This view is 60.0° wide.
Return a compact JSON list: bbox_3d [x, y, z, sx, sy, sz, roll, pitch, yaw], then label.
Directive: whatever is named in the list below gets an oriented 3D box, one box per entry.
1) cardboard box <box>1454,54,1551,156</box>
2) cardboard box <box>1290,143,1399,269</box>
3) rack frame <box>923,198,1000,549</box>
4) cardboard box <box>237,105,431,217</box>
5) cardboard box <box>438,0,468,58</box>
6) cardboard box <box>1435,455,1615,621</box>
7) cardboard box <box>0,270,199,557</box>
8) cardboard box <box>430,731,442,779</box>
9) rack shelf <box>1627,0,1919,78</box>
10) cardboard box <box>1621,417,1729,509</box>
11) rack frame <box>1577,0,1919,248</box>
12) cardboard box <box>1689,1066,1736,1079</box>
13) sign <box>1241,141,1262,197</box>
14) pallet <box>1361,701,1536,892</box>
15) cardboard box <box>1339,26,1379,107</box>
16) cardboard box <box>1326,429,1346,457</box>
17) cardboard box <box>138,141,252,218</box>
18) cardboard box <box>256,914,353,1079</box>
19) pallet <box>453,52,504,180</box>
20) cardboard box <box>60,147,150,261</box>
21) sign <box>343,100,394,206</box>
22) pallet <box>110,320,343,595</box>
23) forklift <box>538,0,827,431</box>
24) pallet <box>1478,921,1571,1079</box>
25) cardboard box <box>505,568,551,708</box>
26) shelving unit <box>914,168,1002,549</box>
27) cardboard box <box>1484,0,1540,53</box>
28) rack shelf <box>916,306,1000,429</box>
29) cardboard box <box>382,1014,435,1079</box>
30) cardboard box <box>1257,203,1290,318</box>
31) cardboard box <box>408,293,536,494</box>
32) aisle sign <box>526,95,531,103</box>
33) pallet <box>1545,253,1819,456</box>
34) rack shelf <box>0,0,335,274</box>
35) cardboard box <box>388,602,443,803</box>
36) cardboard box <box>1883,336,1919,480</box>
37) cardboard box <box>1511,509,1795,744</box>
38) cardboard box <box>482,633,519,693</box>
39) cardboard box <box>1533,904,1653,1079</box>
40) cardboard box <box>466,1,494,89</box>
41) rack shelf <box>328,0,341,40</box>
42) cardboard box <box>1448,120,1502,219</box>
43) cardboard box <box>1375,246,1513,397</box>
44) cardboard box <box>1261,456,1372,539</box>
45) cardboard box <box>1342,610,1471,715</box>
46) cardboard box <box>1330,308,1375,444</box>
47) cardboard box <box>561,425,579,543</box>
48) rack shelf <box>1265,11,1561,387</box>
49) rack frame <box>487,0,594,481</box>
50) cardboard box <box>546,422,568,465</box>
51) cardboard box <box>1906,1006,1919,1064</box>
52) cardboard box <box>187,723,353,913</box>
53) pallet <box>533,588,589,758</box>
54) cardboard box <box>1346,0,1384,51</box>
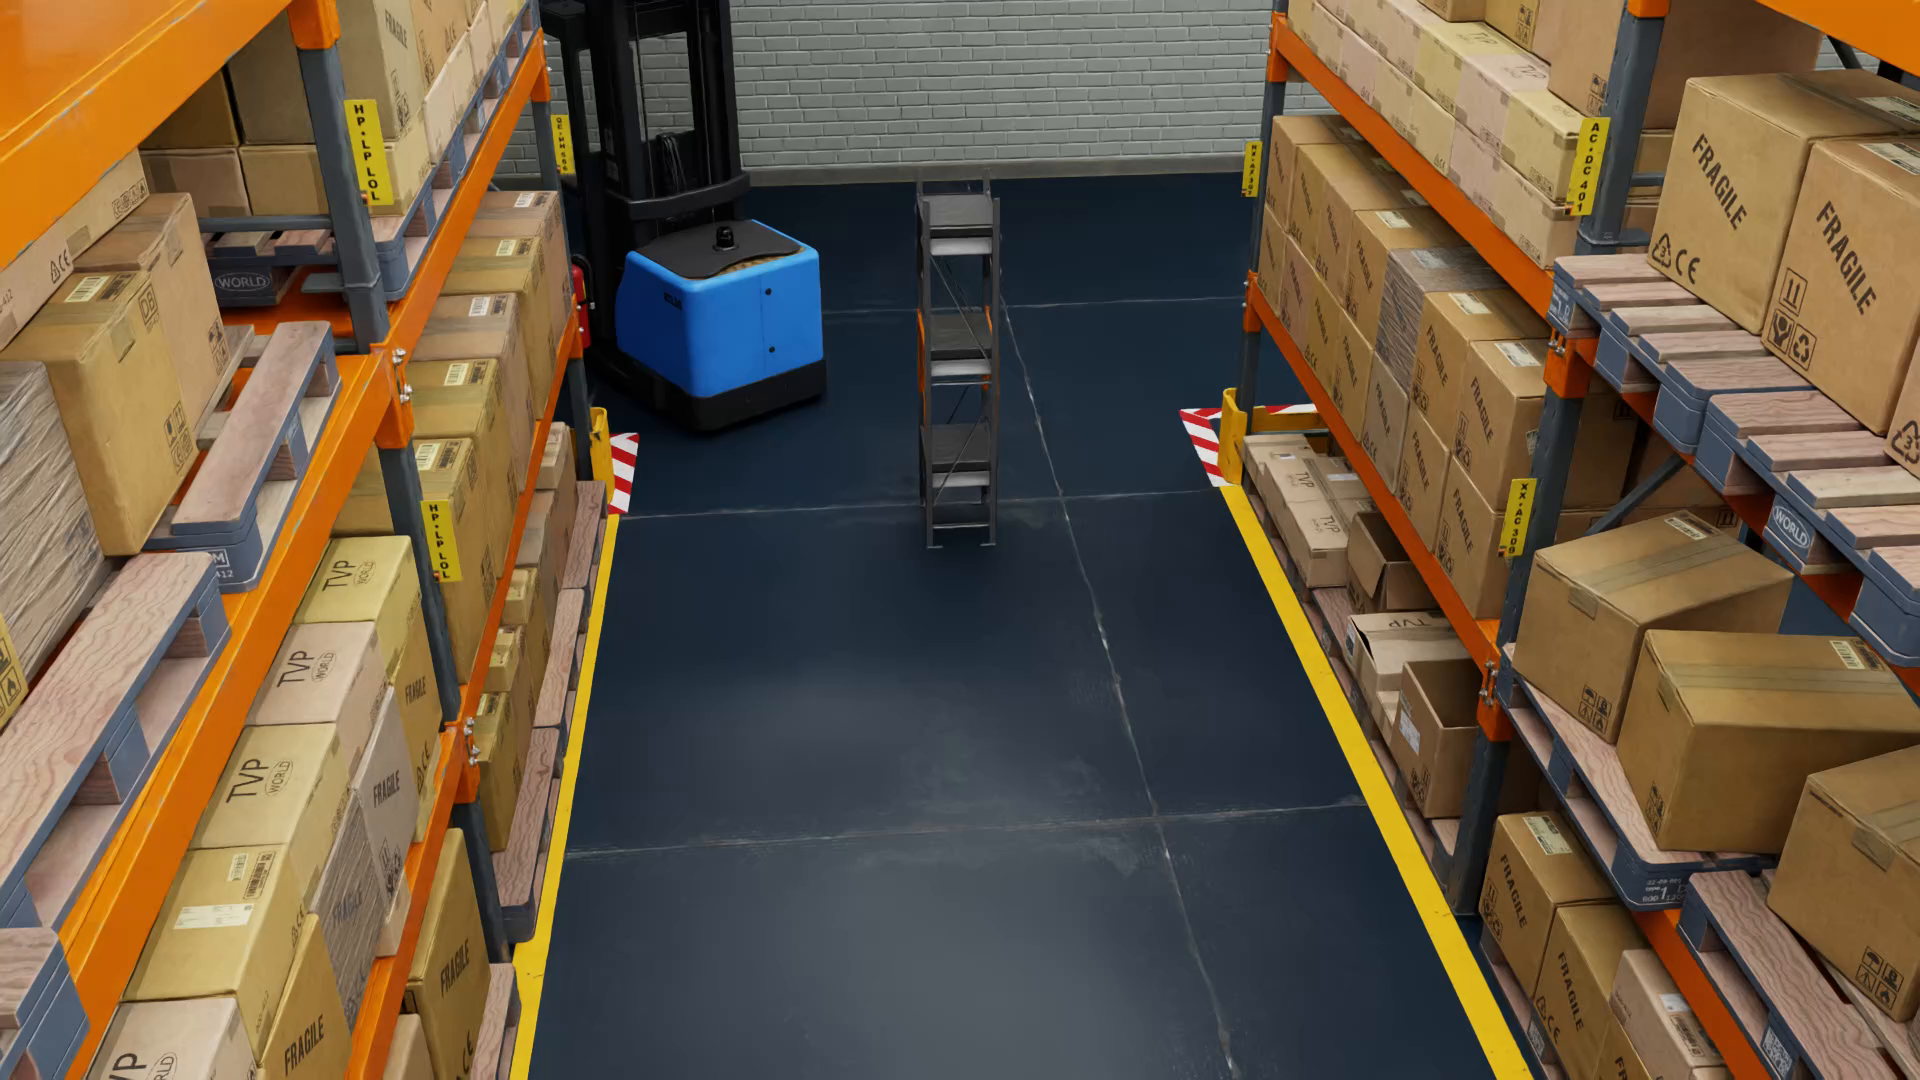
[{"bbox_3d":[2.233,-1.668,6.351,0.500,0.250,0.500,-3,31,-5],"label":"cardboard box"},{"bbox_3d":[2.054,-1.748,8.679,0.500,0.500,0.500,-2,31,-4],"label":"cardboard box"},{"bbox_3d":[0.007,-0.861,9.144,0.400,2.100,0.015,-3,31,-5],"label":"rack frame"},{"bbox_3d":[-2.142,-1.312,5.736,0.500,0.250,0.500,-3,31,-5],"label":"cardboard box"},{"bbox_3d":[-2.233,-2.160,6.424,0.500,0.500,0.500,-3,31,-4],"label":"cardboard box"},{"bbox_3d":[2.290,-0.025,6.770,0.500,0.500,0.500,-2,31,-4],"label":"cardboard box"},{"bbox_3d":[-2.250,-0.284,3.849,0.700,0.500,0.500,-3,31,-6],"label":"cardboard box"},{"bbox_3d":[-2.026,0.758,5.781,0.380,0.149,0.250,-2,31,-4],"label":"cardboard box"},{"bbox_3d":[2.779,-0.813,3.428,1.077,0.370,4.000,-3,31,-5],"label":"rack shelf"},{"bbox_3d":[2.828,-0.466,6.532,0.500,0.500,0.500,-2,31,-3],"label":"cardboard box"},{"bbox_3d":[2.592,-2.315,4.850,1.000,3.000,0.127,-3,31,-5],"label":"rack frame"},{"bbox_3d":[2.535,1.848,5.008,0.500,0.250,0.500,-3,31,-6],"label":"cardboard box"},{"bbox_3d":[1.678,-2.127,9.542,0.100,0.325,0.005,-3,31,-5],"label":"sign"},{"bbox_3d":[2.529,1.107,7.691,1.003,0.211,1.213,-3,31,-5],"label":"pallet"},{"bbox_3d":[2.095,-2.219,7.762,0.500,0.250,0.500,-3,31,-5],"label":"cardboard box"},{"bbox_3d":[2.514,-0.631,9.891,0.500,0.500,0.500,-3,31,-5],"label":"cardboard box"},{"bbox_3d":[-2.637,-1.285,5.690,0.500,0.250,0.500,-2,31,-4],"label":"cardboard box"},{"bbox_3d":[-1.898,1.316,4.215,0.500,0.500,0.500,-2,31,-3],"label":"cardboard box"},{"bbox_3d":[-2.517,-1.789,6.982,1.003,0.211,1.213,-3,31,-5],"label":"pallet"},{"bbox_3d":[-2.388,-0.886,4.125,0.500,0.250,0.500,-1,31,-1],"label":"cardboard box"},{"bbox_3d":[-1.800,-1.176,5.057,0.100,0.325,0.005,-3,31,-5],"label":"sign"},{"bbox_3d":[-2.205,-0.240,4.488,0.805,0.209,1.217,-4,31,-7],"label":"pallet"},{"bbox_3d":[-2.227,-2.652,11.331,1.130,2.935,3.031,-23,38,-33],"label":"forklift"},{"bbox_3d":[2.706,1.871,6.411,1.003,0.211,1.213,-3,31,-5],"label":"pallet"},{"bbox_3d":[-2.397,0.487,8.037,0.700,0.500,0.500,-2,31,-3],"label":"cardboard box"},{"bbox_3d":[-0.015,-0.986,9.353,0.431,2.100,0.503,-3,31,-5],"label":"shelving unit"},{"bbox_3d":[2.550,-2.263,6.615,0.700,0.500,0.500,-3,31,-5],"label":"cardboard box"},{"bbox_3d":[-0.015,-0.974,9.360,0.431,0.518,0.480,-3,31,-5],"label":"rack shelf"},{"bbox_3d":[-2.064,2.022,5.127,0.750,0.750,0.750,-2,31,-3],"label":"cardboard box"},{"bbox_3d":[1.997,-1.585,9.381,0.500,0.500,0.500,-2,31,-4],"label":"cardboard box"},{"bbox_3d":[-2.515,-0.651,7.622,0.980,0.700,0.700,-4,31,-7],"label":"cardboard box"},{"bbox_3d":[-2.421,-2.709,8.826,0.394,0.787,0.004,-3,31,-5],"label":"aisle sign"},{"bbox_3d":[2.583,-0.610,5.104,1.213,0.211,1.003,-3,31,-5],"label":"pallet"},{"bbox_3d":[-2.153,-0.574,3.027,1.077,0.370,4.000,-3,31,-5],"label":"rack shelf"},{"bbox_3d":[-2.046,0.544,5.507,0.500,0.500,0.500,-3,31,-5],"label":"cardboard box"},{"bbox_3d":[2.693,-0.352,3.884,0.600,0.600,0.600,-4,31,-7],"label":"cardboard box"},{"bbox_3d":[2.413,0.290,5.832,0.700,0.500,0.500,-13,33,-21],"label":"cardboard box"},{"bbox_3d":[-2.158,0.544,7.310,0.380,0.149,0.250,-2,31,-3],"label":"cardboard box"},{"bbox_3d":[2.455,1.675,6.029,0.500,0.500,0.500,-2,31,-4],"label":"cardboard box"},{"bbox_3d":[-2.278,-2.097,7.049,0.500,0.250,0.500,-4,31,-6],"label":"cardboard box"},{"bbox_3d":[-2.527,-2.616,6.446,1.077,0.370,4.000,-3,31,-5],"label":"rack shelf"},{"bbox_3d":[2.246,-1.454,6.480,0.500,0.250,0.500,-3,31,-5],"label":"cardboard box"},{"bbox_3d":[2.189,-0.976,7.386,0.500,0.500,0.500,-3,31,-4],"label":"cardboard box"},{"bbox_3d":[2.033,-0.244,9.485,0.500,0.250,0.500,-3,31,-5],"label":"cardboard box"},{"bbox_3d":[2.186,0.566,8.070,0.500,0.311,0.500,-3,31,-5],"label":"cardboard box"},{"bbox_3d":[2.140,-0.810,8.084,0.500,0.500,0.500,-2,31,-4],"label":"cardboard box"},{"bbox_3d":[-2.548,-0.297,9.350,0.700,0.500,0.500,-3,31,-5],"label":"cardboard box"},{"bbox_3d":[2.405,-1.739,7.513,1.077,0.370,4.000,-3,31,-5],"label":"rack shelf"},{"bbox_3d":[-2.713,-1.542,9.407,1.000,3.000,0.127,-3,31,-5],"label":"rack frame"},{"bbox_3d":[-2.355,-0.519,9.088,0.380,0.149,0.250,-3,31,-5],"label":"cardboard box"},{"bbox_3d":[2.899,1.287,4.162,0.700,0.500,0.500,3,31,5],"label":"cardboard box"},{"bbox_3d":[-1.956,0.747,4.436,0.500,0.250,0.500,-2,31,-4],"label":"cardboard box"},{"bbox_3d":[-2.450,0.681,8.404,1.003,0.211,1.213,-3,31,-5],"label":"pallet"},{"bbox_3d":[2.100,-2.434,7.634,0.500,0.250,0.500,-3,31,-5],"label":"cardboard box"}]
